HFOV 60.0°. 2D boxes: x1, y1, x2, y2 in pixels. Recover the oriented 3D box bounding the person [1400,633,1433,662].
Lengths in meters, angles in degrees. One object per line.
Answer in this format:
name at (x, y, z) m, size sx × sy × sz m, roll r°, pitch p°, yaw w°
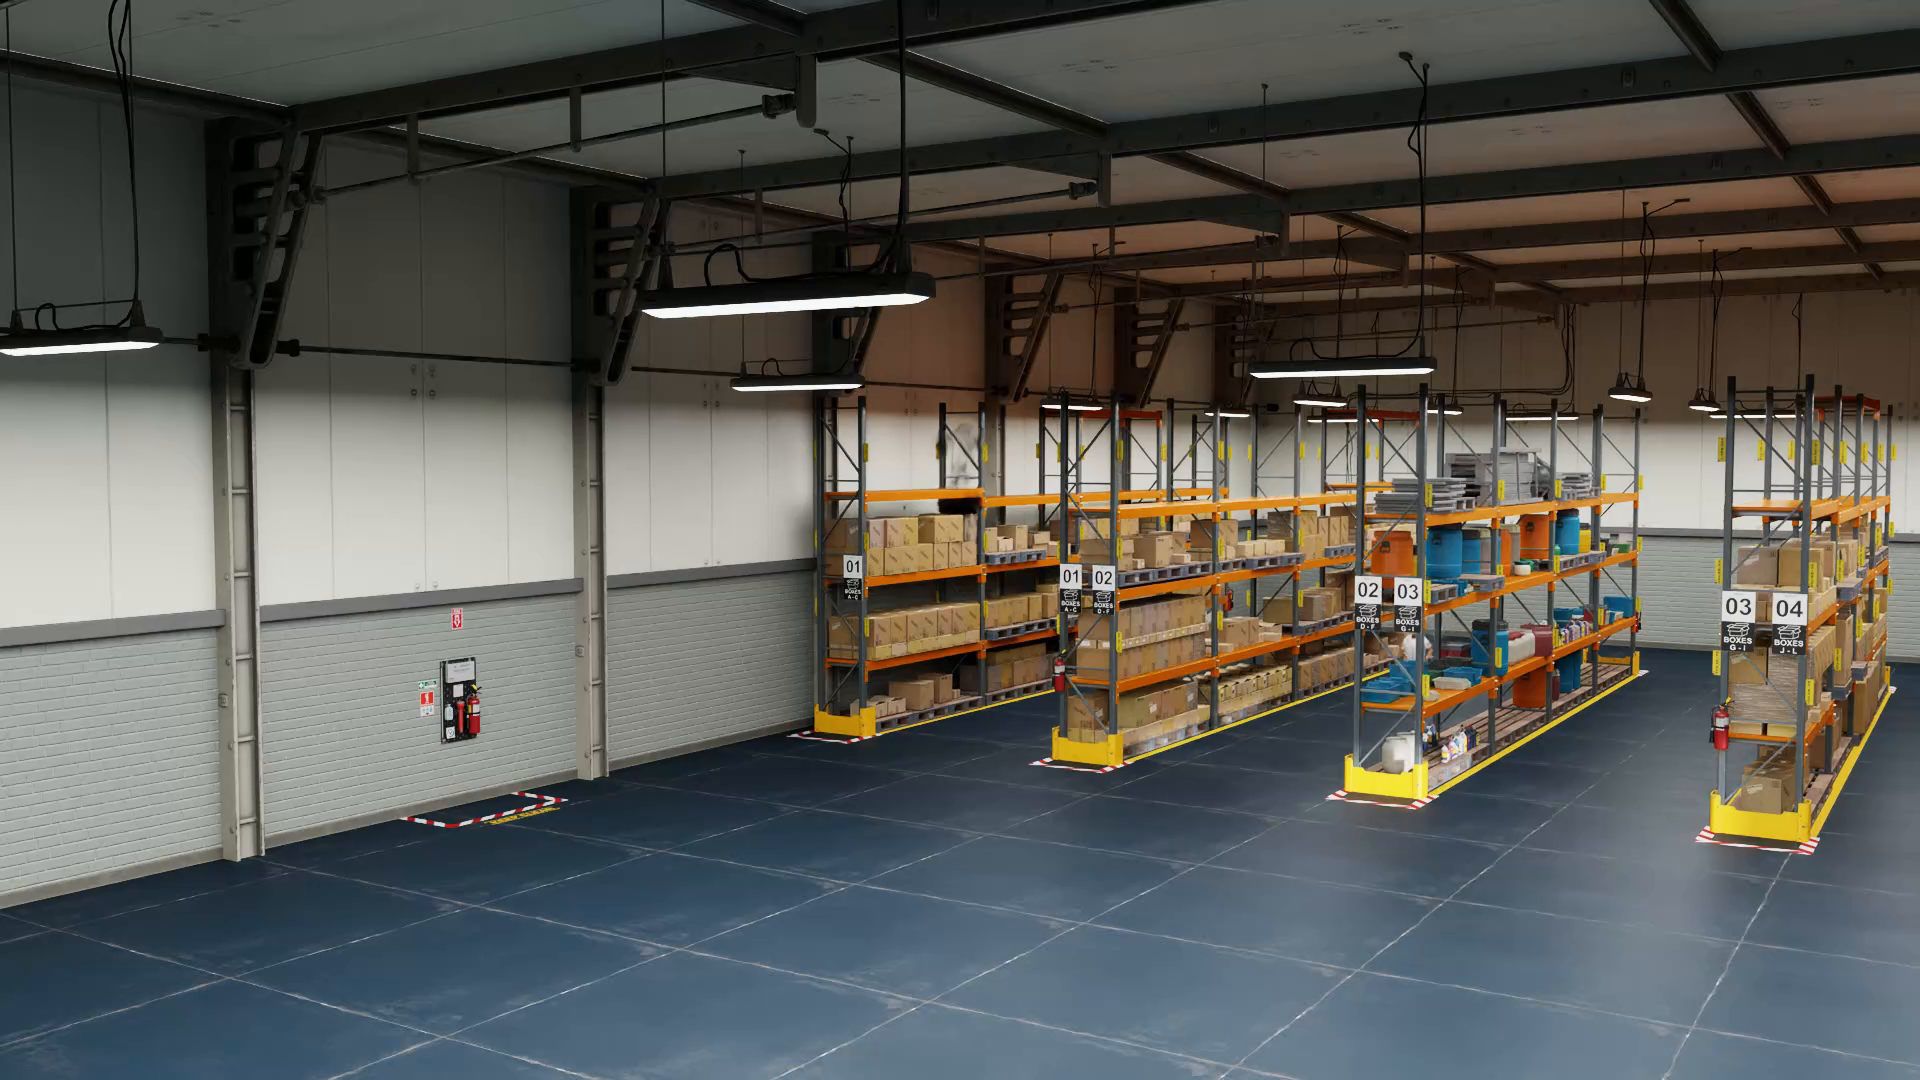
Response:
person at (8.993, 2.471, 32.904) m, size 0.600 × 1.616 × 0.538 m, roll 2°, pitch 3°, yaw 30°
